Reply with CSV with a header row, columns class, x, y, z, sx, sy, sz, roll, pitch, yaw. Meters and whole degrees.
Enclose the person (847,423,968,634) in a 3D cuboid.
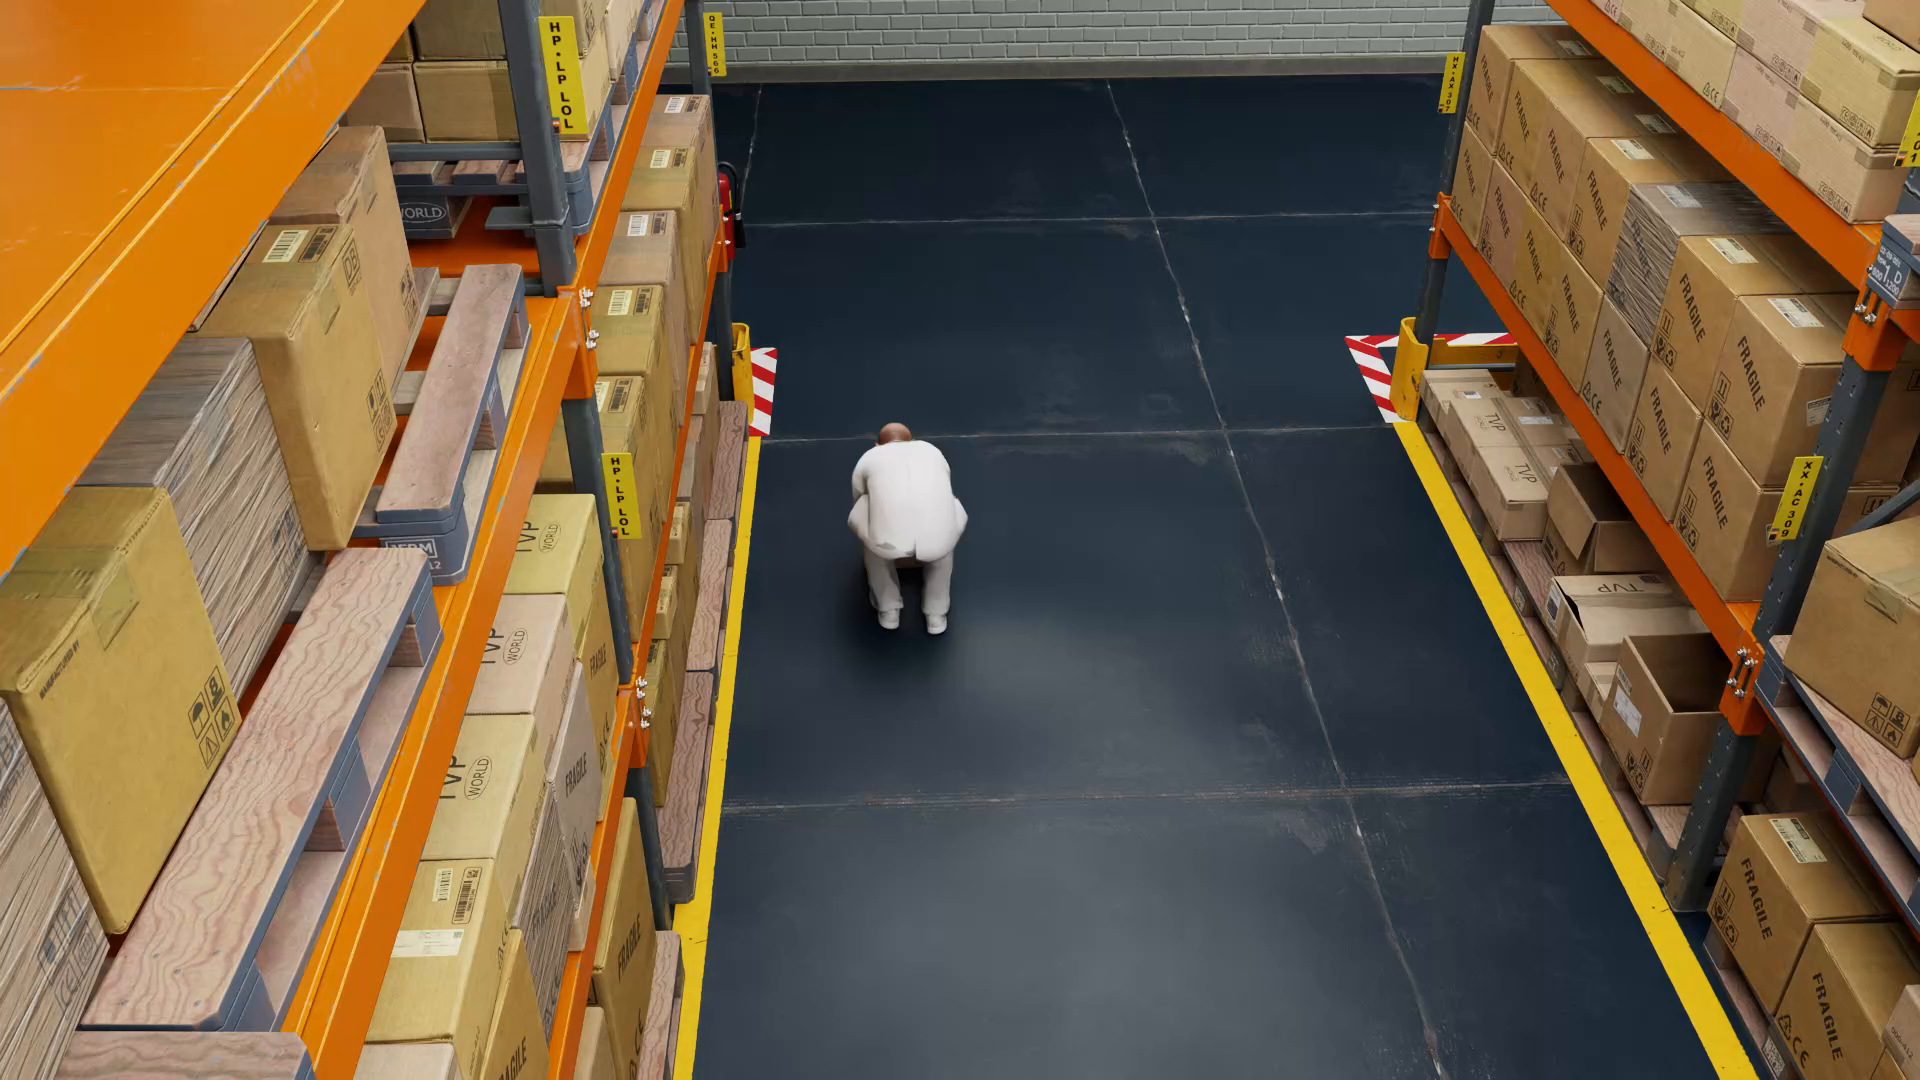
class,x,y,z,sx,sy,sz,roll,pitch,yaw
person,-0.259,-0.066,8.079,0.581,0.874,0.955,-3,35,-5
